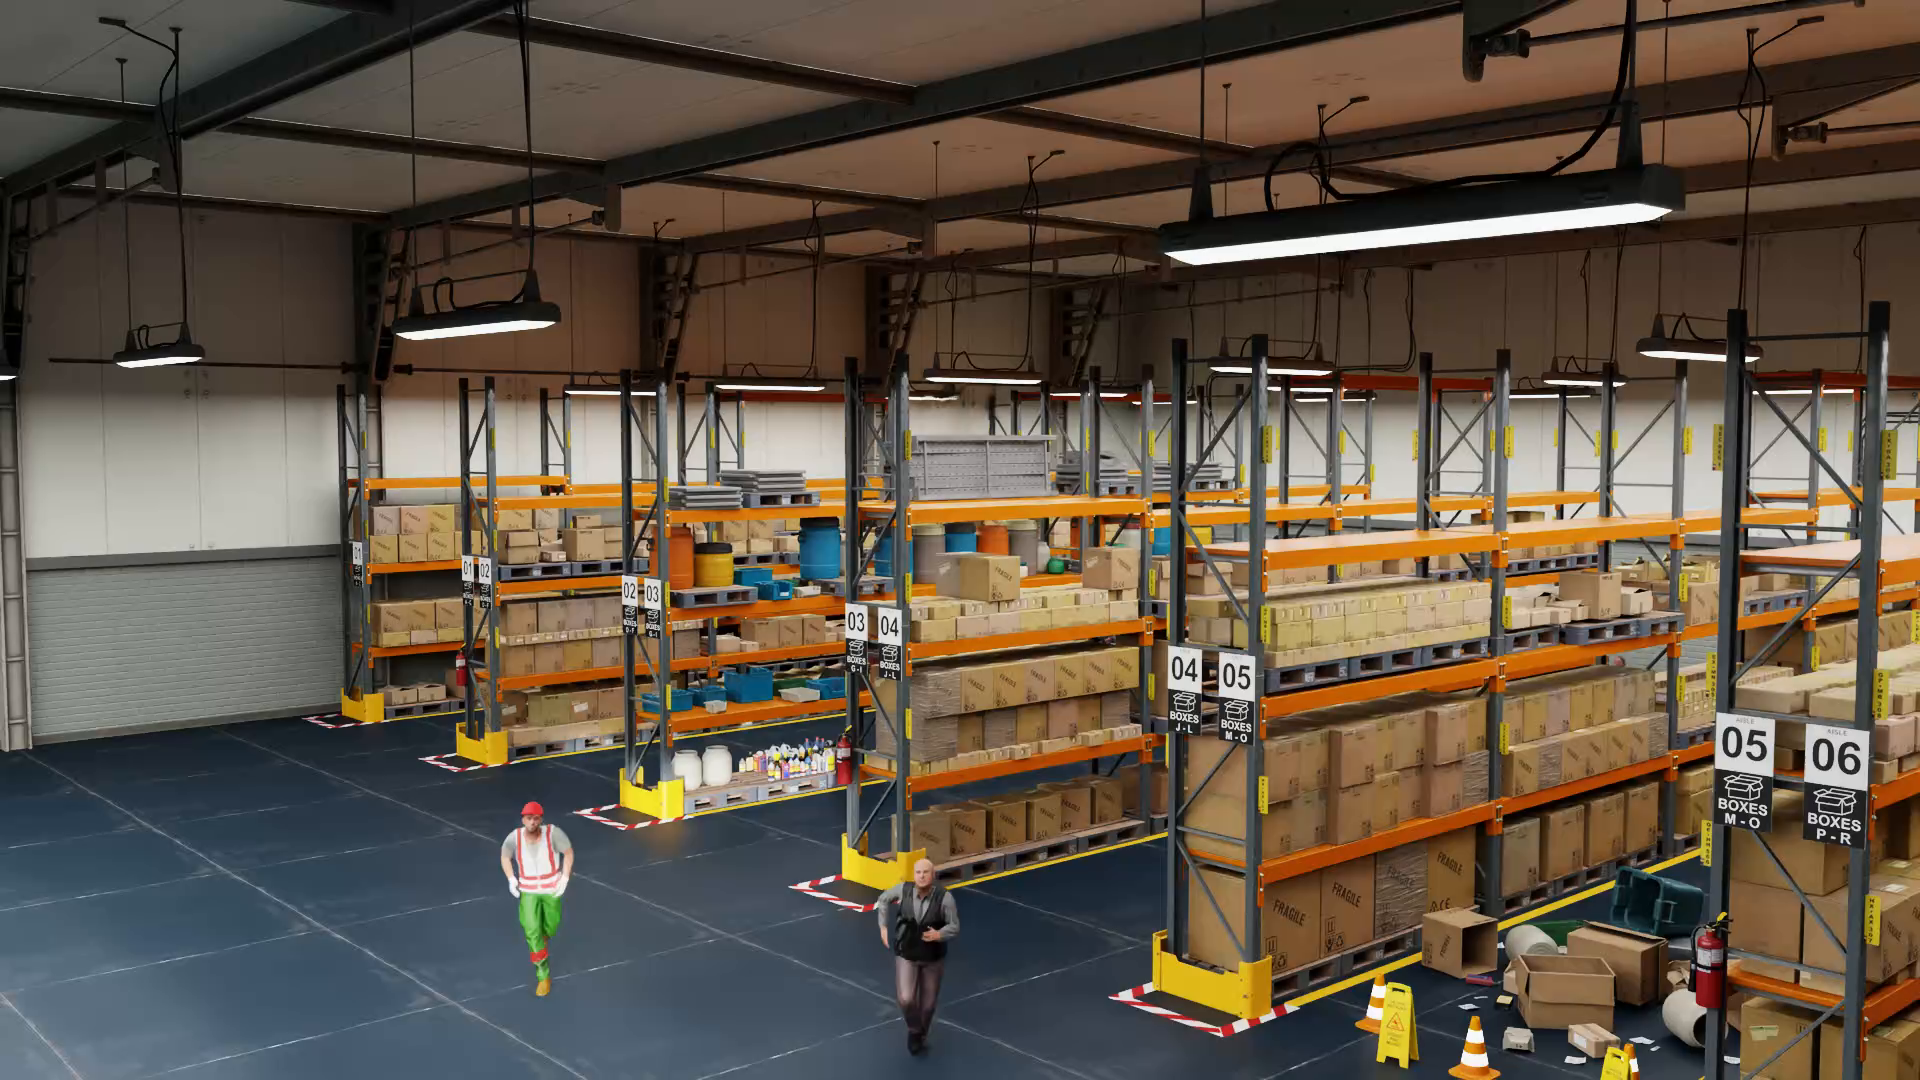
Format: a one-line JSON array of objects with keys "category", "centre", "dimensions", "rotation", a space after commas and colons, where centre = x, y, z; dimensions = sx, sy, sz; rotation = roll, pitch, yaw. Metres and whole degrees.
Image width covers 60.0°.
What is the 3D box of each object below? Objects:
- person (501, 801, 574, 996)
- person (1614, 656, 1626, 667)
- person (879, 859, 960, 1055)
[{"category": "person", "centre": [-3.966, 3.287, 15.615], "dimensions": [0.664, 1.766, 0.945], "rotation": [-1, 4, -14]}, {"category": "person", "centre": [10.441, 2.645, 26.316], "dimensions": [0.614, 1.651, 0.669], "rotation": [3, 5, 37]}, {"category": "person", "centre": [-0.340, 3.414, 13.566], "dimensions": [0.690, 1.671, 0.766], "rotation": [0, 4, 3]}]
